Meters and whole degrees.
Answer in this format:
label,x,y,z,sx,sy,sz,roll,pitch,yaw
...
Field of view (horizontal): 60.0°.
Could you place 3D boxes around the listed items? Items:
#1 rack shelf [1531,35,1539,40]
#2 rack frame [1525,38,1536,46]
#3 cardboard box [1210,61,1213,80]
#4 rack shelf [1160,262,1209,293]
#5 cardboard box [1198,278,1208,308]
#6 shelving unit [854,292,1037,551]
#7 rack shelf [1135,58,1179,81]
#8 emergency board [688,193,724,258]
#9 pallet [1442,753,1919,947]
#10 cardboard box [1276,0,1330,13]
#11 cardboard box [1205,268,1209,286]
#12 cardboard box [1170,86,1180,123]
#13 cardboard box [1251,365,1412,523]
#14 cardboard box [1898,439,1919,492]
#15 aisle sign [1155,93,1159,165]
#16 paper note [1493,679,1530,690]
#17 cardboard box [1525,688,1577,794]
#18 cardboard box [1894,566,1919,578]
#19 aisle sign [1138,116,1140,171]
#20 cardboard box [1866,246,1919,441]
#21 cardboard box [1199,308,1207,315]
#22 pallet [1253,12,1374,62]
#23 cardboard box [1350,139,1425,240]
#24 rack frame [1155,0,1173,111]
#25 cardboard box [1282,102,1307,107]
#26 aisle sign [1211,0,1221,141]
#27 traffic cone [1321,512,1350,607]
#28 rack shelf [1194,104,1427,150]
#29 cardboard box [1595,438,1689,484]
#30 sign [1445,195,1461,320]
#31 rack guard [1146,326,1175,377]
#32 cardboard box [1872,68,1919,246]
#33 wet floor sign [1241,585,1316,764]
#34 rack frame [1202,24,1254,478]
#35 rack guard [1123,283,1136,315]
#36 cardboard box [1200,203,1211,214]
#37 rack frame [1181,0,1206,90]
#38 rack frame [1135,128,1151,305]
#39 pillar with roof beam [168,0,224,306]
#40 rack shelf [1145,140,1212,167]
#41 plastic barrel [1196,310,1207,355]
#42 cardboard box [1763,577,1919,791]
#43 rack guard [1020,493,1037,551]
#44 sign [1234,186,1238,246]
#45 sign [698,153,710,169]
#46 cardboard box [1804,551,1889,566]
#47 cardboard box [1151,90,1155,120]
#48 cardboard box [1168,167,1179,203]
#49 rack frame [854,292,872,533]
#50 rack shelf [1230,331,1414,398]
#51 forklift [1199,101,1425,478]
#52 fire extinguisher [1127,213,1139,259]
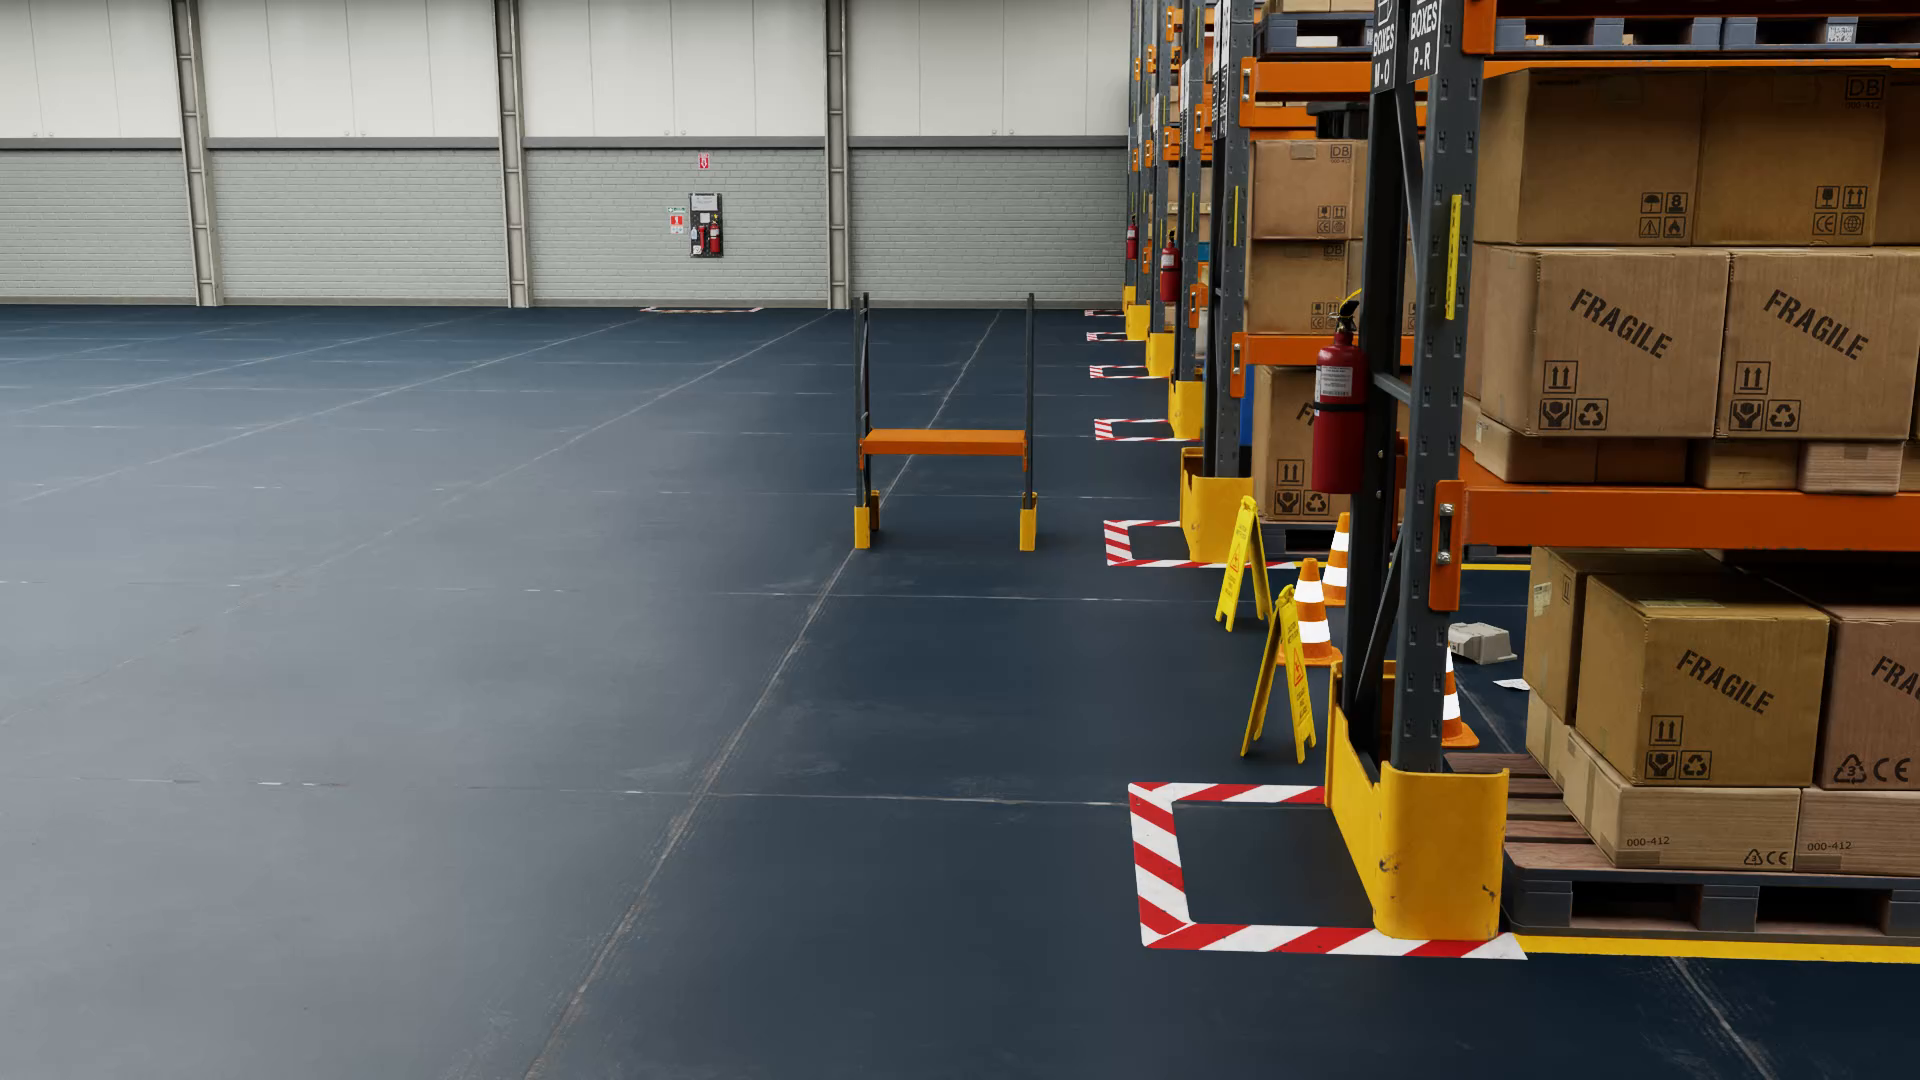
label,x,y,z,sx,sy,sz,roll,pitch,yaw
rack shelf,8.326,-5.782,18.664,4.000,0.370,1.077,1,12,4
rack frame,6.330,-6.357,18.680,0.127,3.000,1.000,1,12,4
cardboard box,2.268,-4.002,14.143,0.250,0.149,0.380,1,12,3
rack shelf,4.335,-3.096,19.499,4.000,0.370,1.077,1,12,4
cardboard box,3.693,-3.655,24.272,0.500,0.500,0.500,1,12,4
shelving unit,-0.076,-0.735,10.119,1.083,1.500,0.587,1,12,4
rack shelf,4.997,-8.055,28.561,4.000,0.370,1.077,1,12,4
emergency board,-4.692,-5.790,30.622,0.643,1.169,0.194,1,12,4
pallet,2.230,0.945,5.234,1.213,0.211,1.003,1,12,4
cardboard box,1.897,-2.981,9.211,0.250,0.149,0.380,1,12,4
cardboard box,2.277,-2.288,14.493,0.250,0.149,0.380,1,12,4
cardboard box,3.247,-6.271,23.977,0.637,0.503,0.797,2,12,8
cardboard box,2.257,-0.621,10.076,0.875,0.875,0.875,1,12,4
cardboard box,2.694,-0.239,4.697,0.250,0.149,0.380,1,12,5
aisle sign,2.248,-4.689,19.009,0.004,0.787,0.394,1,12,4
paper note,2.422,0.621,7.227,0.142,0.019,0.148,-3,12,-16
cardboard box,2.195,0.658,5.488,0.500,0.250,0.500,1,12,3
cardboard box,3.187,0.307,5.334,0.500,0.500,0.500,1,12,2
aisle sign,2.628,-5.821,24.419,0.004,0.787,0.394,1,12,4
cardboard box,2.826,-0.557,4.635,0.500,0.500,0.500,1,12,3
cardboard box,3.693,-3.288,24.351,0.500,0.250,0.500,1,12,4
pallet,2.317,-2.868,9.545,1.213,0.211,1.003,1,12,4
cardboard box,2.499,-2.052,9.748,0.550,0.550,0.875,1,12,4
rack frame,2.339,-6.412,18.942,0.127,3.000,1.000,1,12,4
cardboard box,2.987,-3.793,14.116,0.500,0.250,0.500,1,12,2
aisle sign,1.525,-2.786,9.913,0.004,0.787,0.394,1,12,4
traffic cone,2.011,0.087,8.720,0.334,0.463,0.336,1,12,4
rack shelf,4.004,-3.552,14.355,4.000,0.370,1.077,1,12,4
cardboard box,1.924,-0.269,4.840,0.250,0.149,0.380,1,12,5
sign,1.310,-0.752,4.422,0.005,0.325,0.100,1,12,4
rack guard,2.418,-2.260,19.853,0.348,0.500,1.175,1,12,4
cardboard box,2.891,-1.166,5.104,0.500,0.500,0.700,1,12,3
wet floor sign,1.228,0.492,6.339,0.232,0.644,0.267,5,13,23
rack frame,1.576,-1.452,9.882,0.127,3.000,1.000,1,12,4
rack guard,3.077,-4.275,29.483,0.348,0.500,1.175,1,12,4
cardboard box,3.564,-4.798,24.049,0.250,0.149,0.380,1,12,4
rack frame,2.008,-5.400,14.105,0.127,3.000,1.000,1,12,4
rack frame,2.674,-4.487,24.394,0.127,3.000,1.000,1,12,4
pillar with roof beam,-14.490,-7.970,26.389,0.400,9.000,9.100,1,12,4
rack shelf,4.670,-5.576,24.029,4.000,0.370,1.077,1,12,4
plastic barrel,3.001,-2.470,19.800,0.421,0.512,0.421,0,12,0
cardboard box,2.678,0.408,4.849,0.500,0.500,0.500,0,12,2
rack guard,0.421,-0.117,10.215,0.087,0.250,0.587,1,12,4
sign,1.533,-1.801,9.243,0.005,0.325,0.100,1,12,4
sign,-4.693,-6.945,30.483,0.199,0.298,0.001,1,12,4
cardboard box,2.784,-0.030,5.360,0.250,0.149,0.380,1,12,5
cardboard box,3.370,-7.461,28.548,0.500,0.500,0.500,0,12,0
cardboard box,3.192,-5.161,24.204,0.500,0.500,0.700,1,12,4
rack frame,-0.592,-0.742,10.153,0.032,1.500,0.500,1,12,4
rack shelf,3.572,-1.072,9.824,4.000,0.370,1.077,1,12,4
forklift,3.400,-1.933,12.352,3.031,2.935,1.130,-1,12,-3
fire extinguisher,2.587,-4.546,24.863,0.183,0.674,0.296,1,12,4
